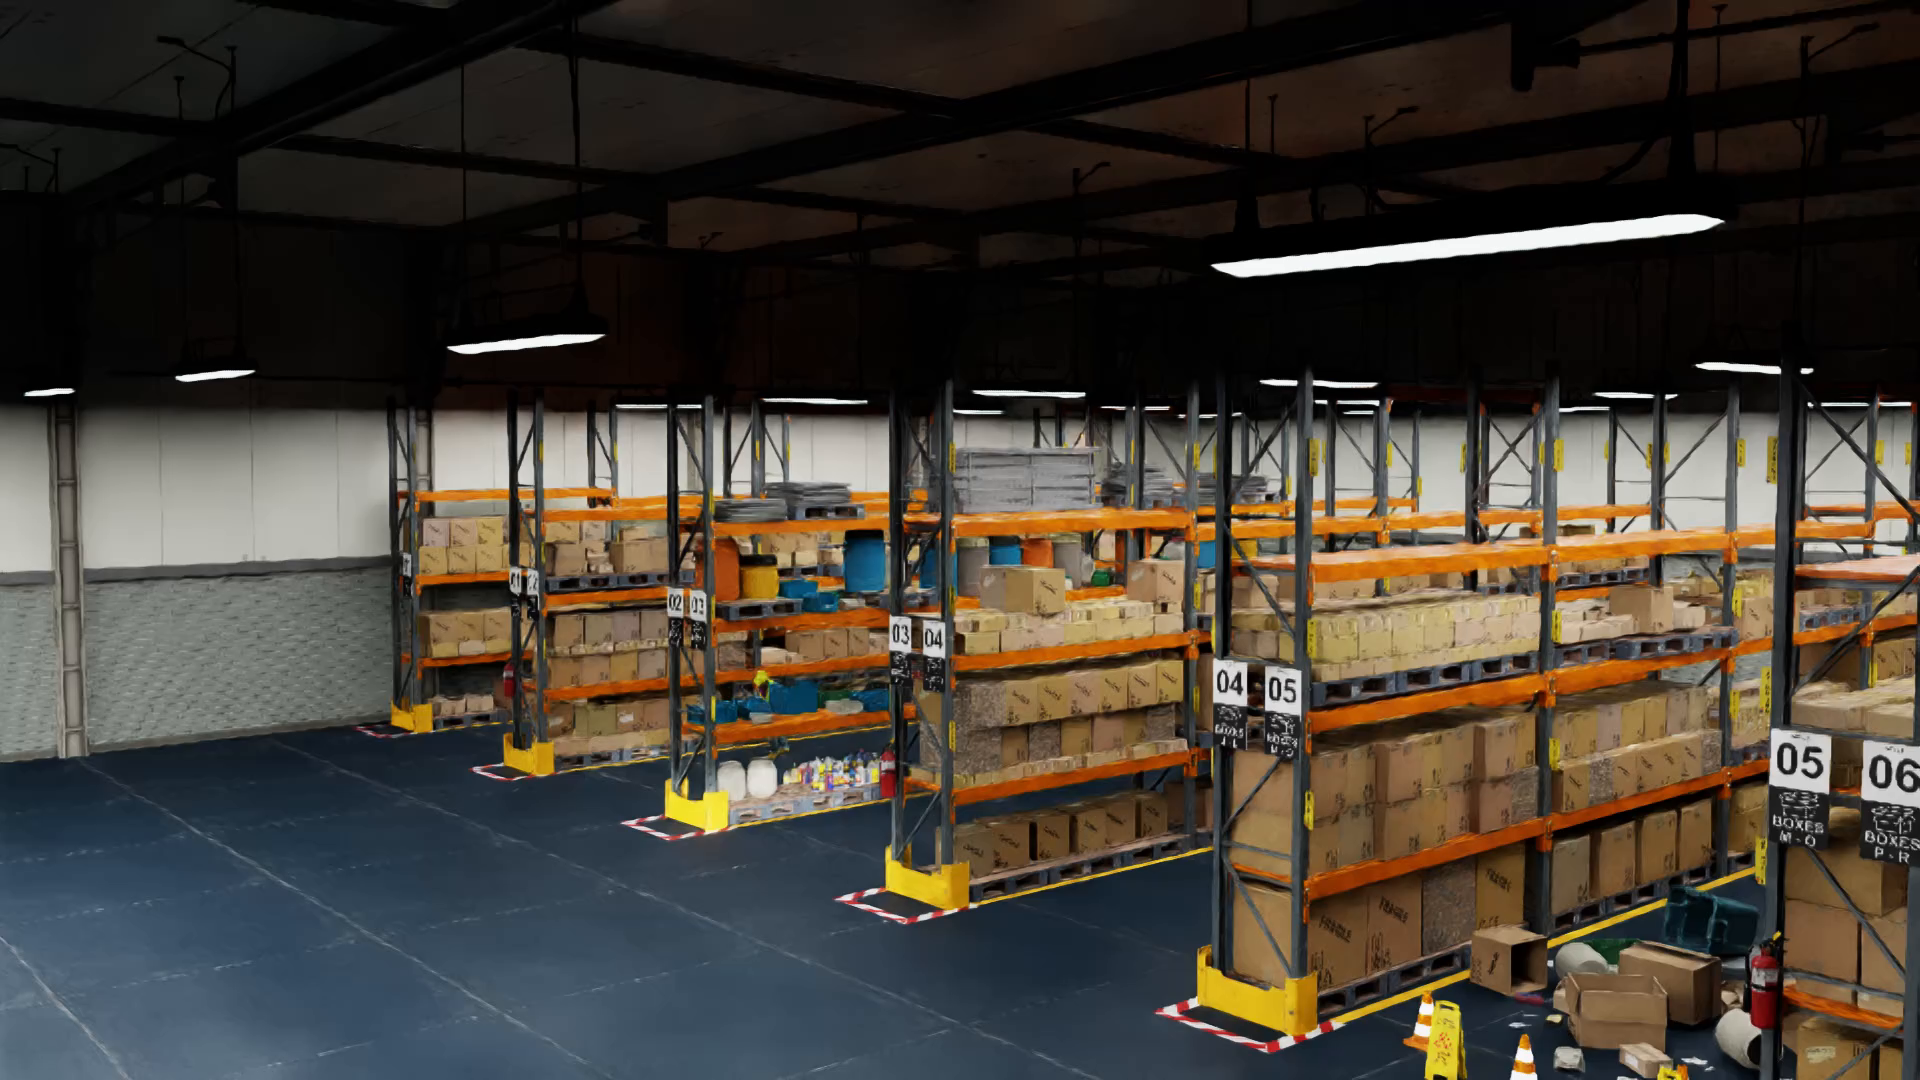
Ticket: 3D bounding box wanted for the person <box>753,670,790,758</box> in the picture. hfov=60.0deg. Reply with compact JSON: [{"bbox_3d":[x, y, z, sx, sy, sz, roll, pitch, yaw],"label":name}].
[{"bbox_3d":[-3.048,2.843,27.304,0.690,1.491,0.990,3,5,42],"label":"person"}]
